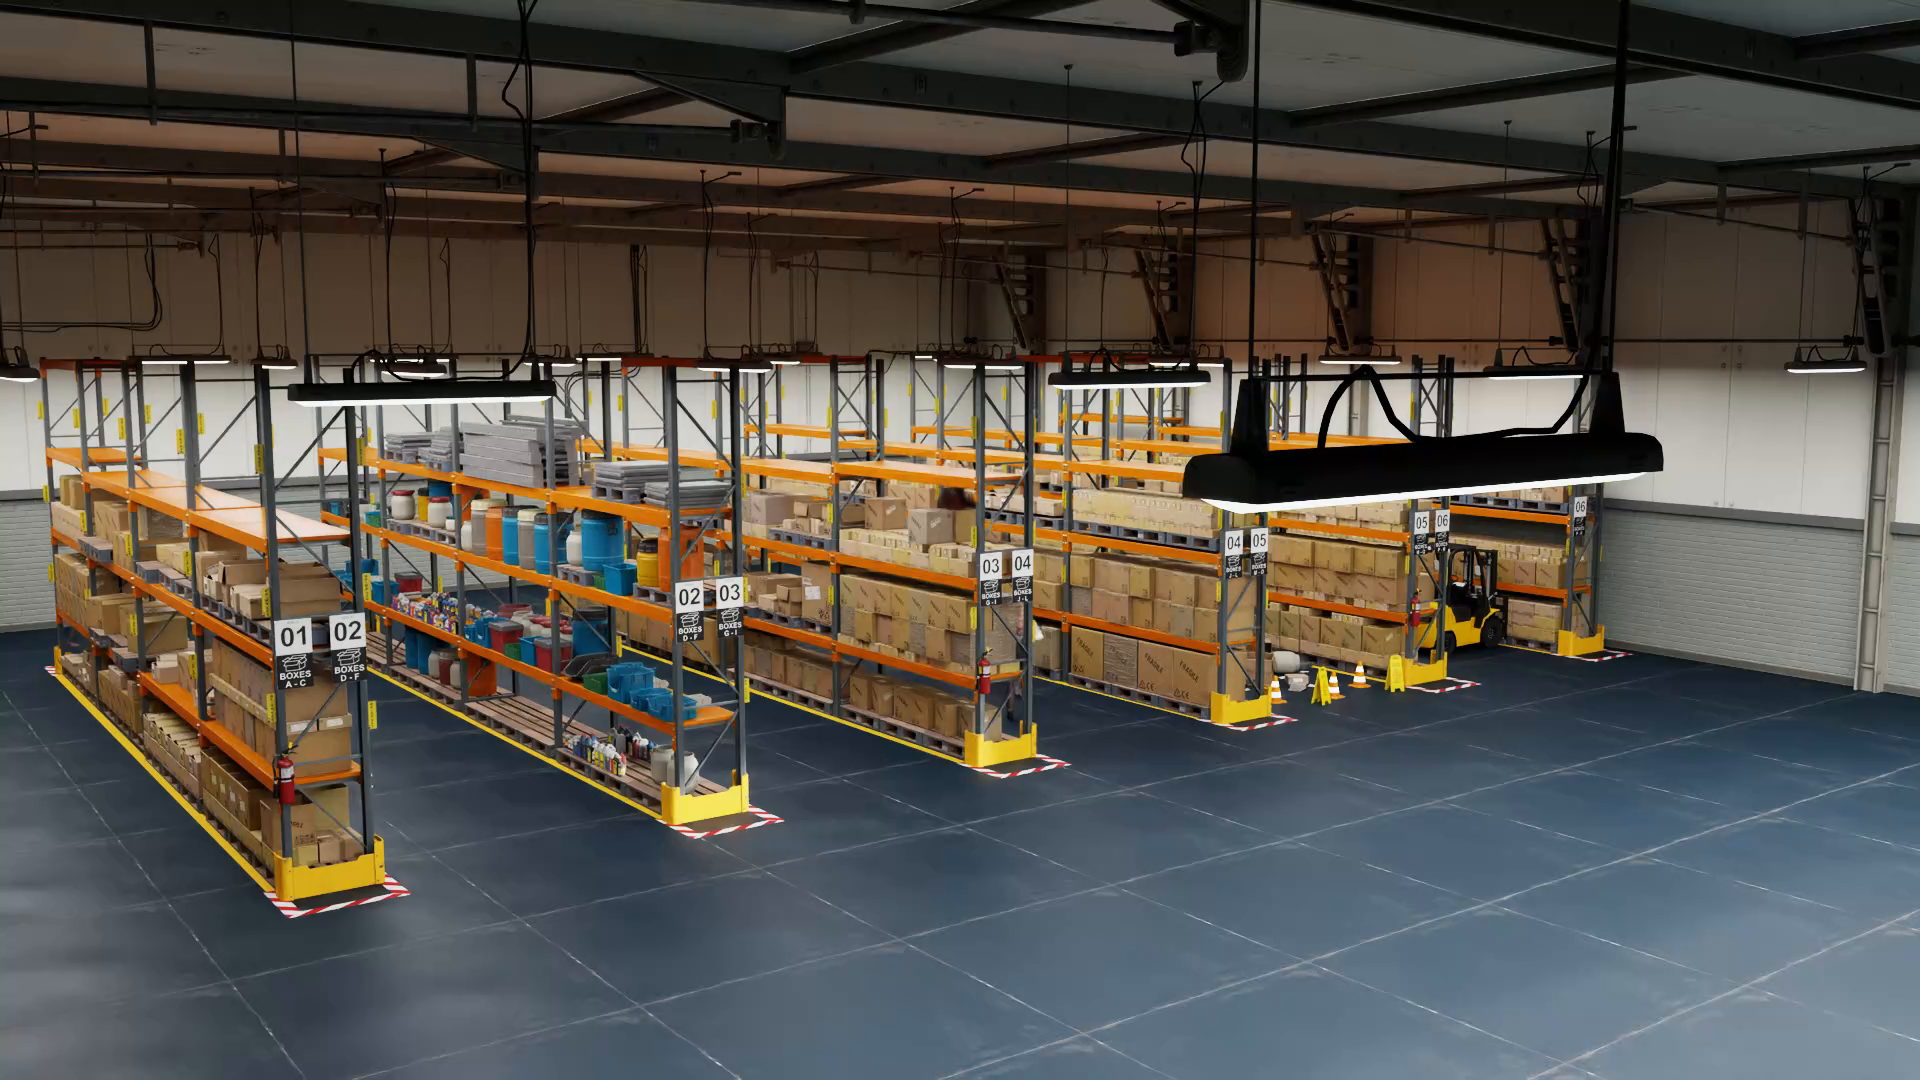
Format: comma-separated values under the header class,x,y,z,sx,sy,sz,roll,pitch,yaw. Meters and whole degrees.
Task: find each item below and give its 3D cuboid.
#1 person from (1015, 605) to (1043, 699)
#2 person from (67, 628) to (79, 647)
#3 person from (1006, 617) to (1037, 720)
class,x,y,z,sx,sy,sz,roll,pitch,yaw
person,1.179,1.984,29.324,0.503,1.738,0.773,-4,8,-30
person,-17.881,1.442,34.078,1.014,1.603,0.507,3,7,23
person,1.004,2.169,27.847,0.571,1.741,0.453,-1,7,-4
